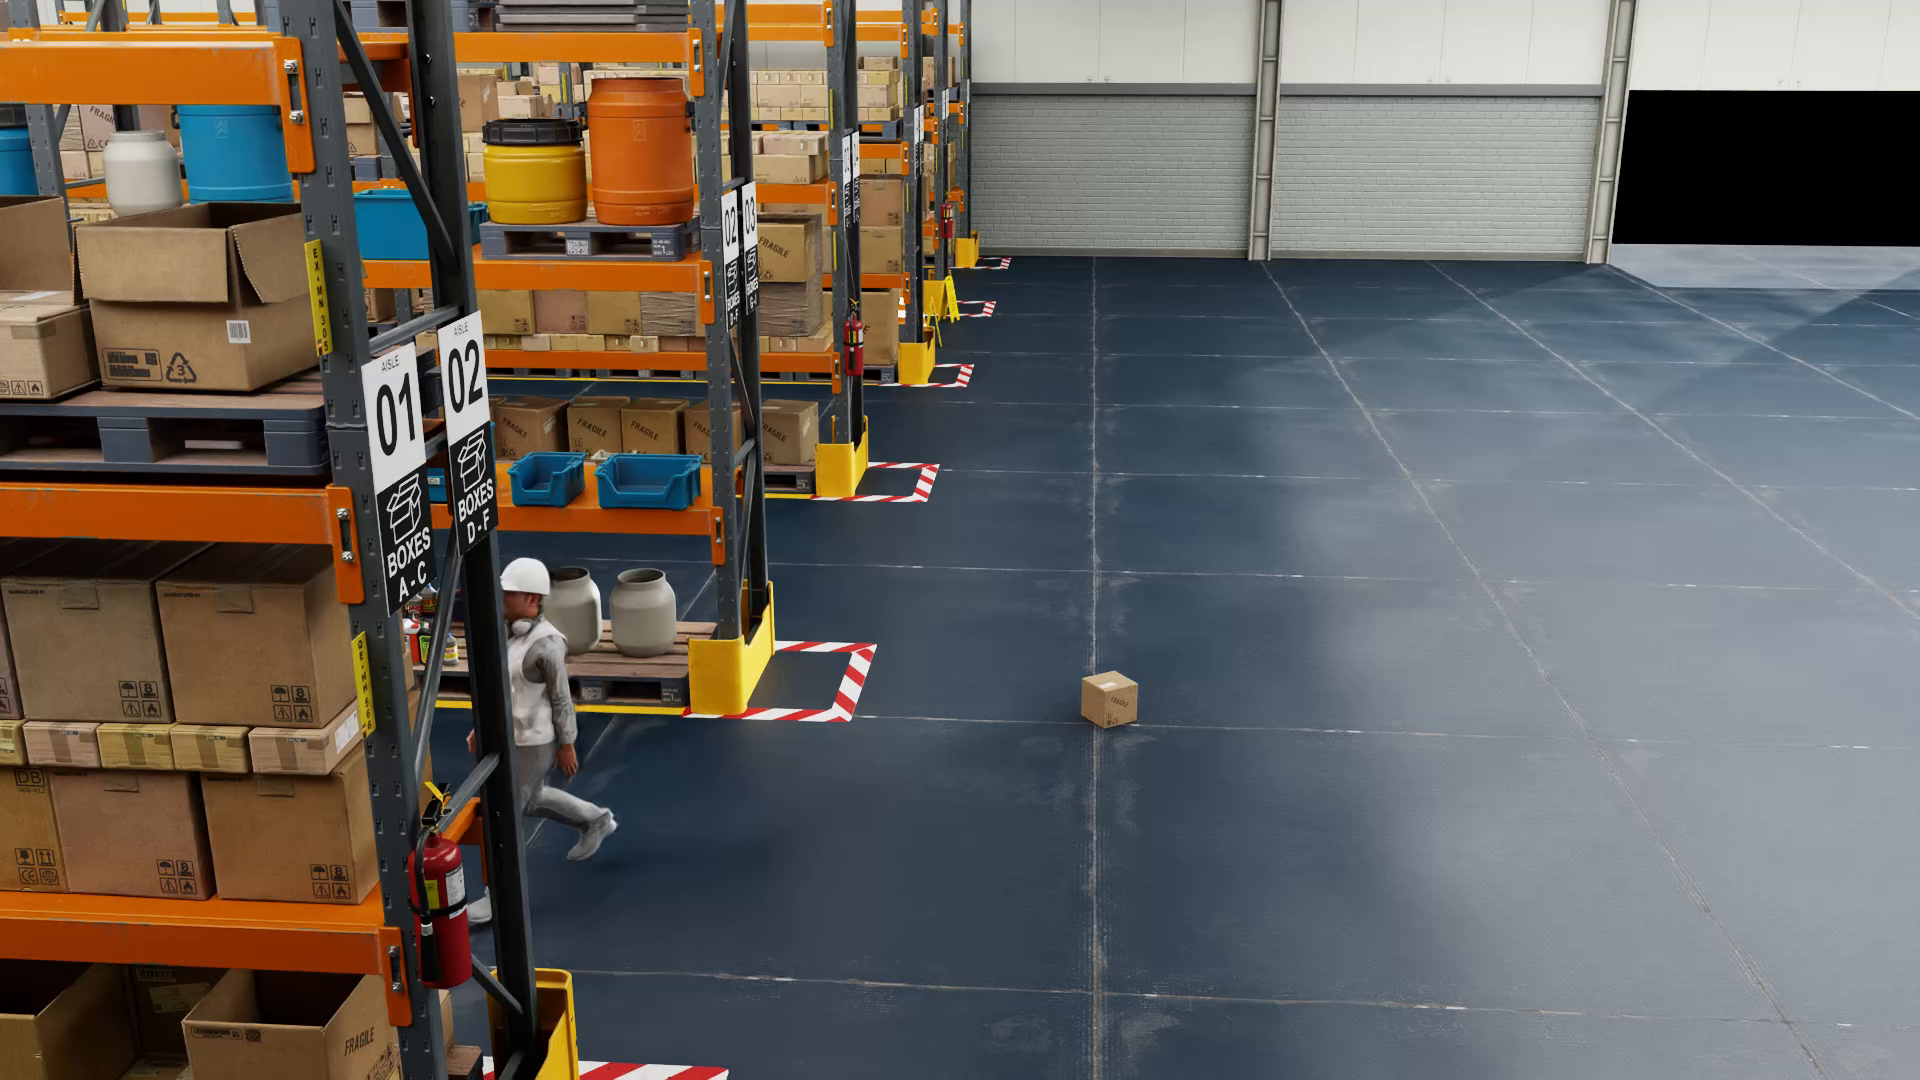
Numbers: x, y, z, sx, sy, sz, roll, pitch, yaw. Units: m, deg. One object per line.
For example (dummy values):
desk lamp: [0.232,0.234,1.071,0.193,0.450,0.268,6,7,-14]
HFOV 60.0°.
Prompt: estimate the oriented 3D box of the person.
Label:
person: [-2.106,0.923,8.061,0.949,1.739,0.544,-14,22,-38]
